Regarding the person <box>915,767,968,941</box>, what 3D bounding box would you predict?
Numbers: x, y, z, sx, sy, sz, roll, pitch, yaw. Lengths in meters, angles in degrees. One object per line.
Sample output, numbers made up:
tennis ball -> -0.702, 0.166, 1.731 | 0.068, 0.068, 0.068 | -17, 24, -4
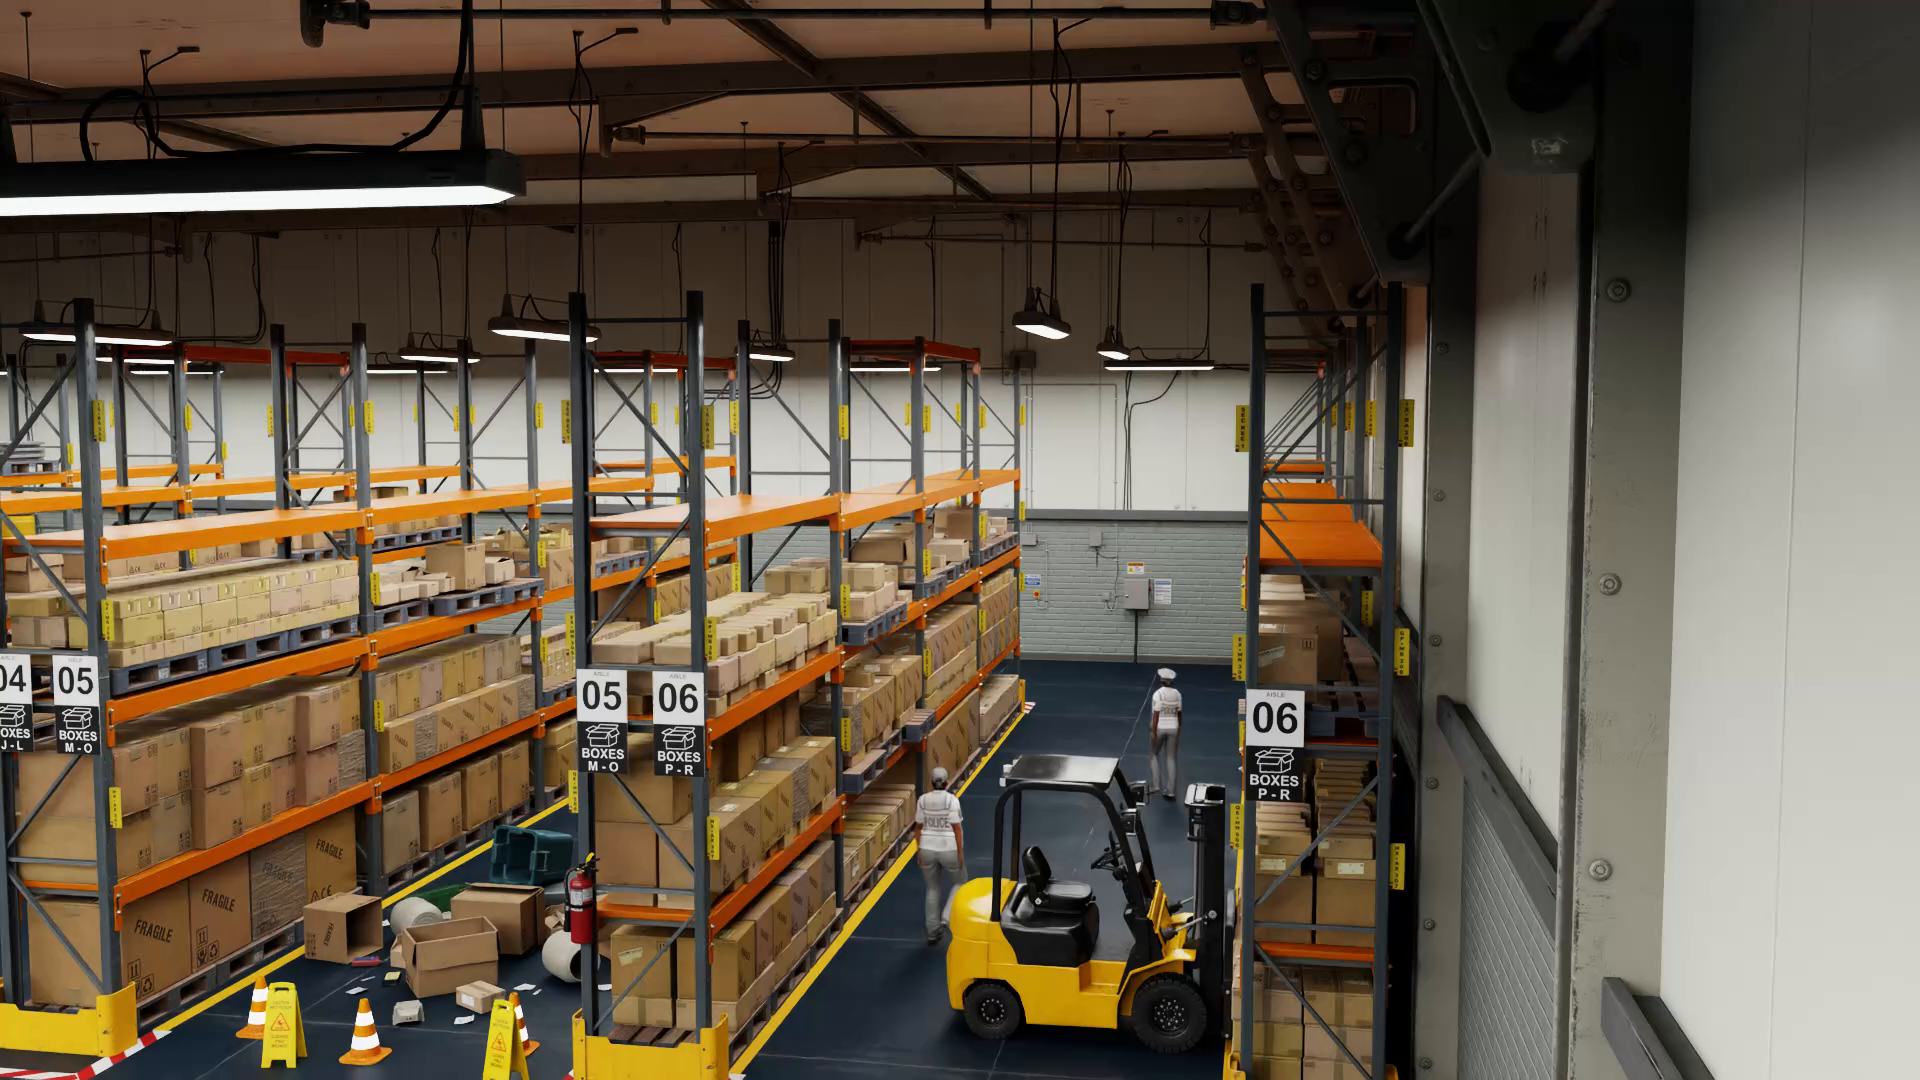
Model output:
person -> -0.183, 3.038, 16.132 | 0.540, 1.653, 0.478 | 2, 5, 19

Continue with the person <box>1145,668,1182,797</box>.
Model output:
person -> 2.742, 2.575, 22.059 | 0.464, 1.731, 0.561 | -1, 5, -10
